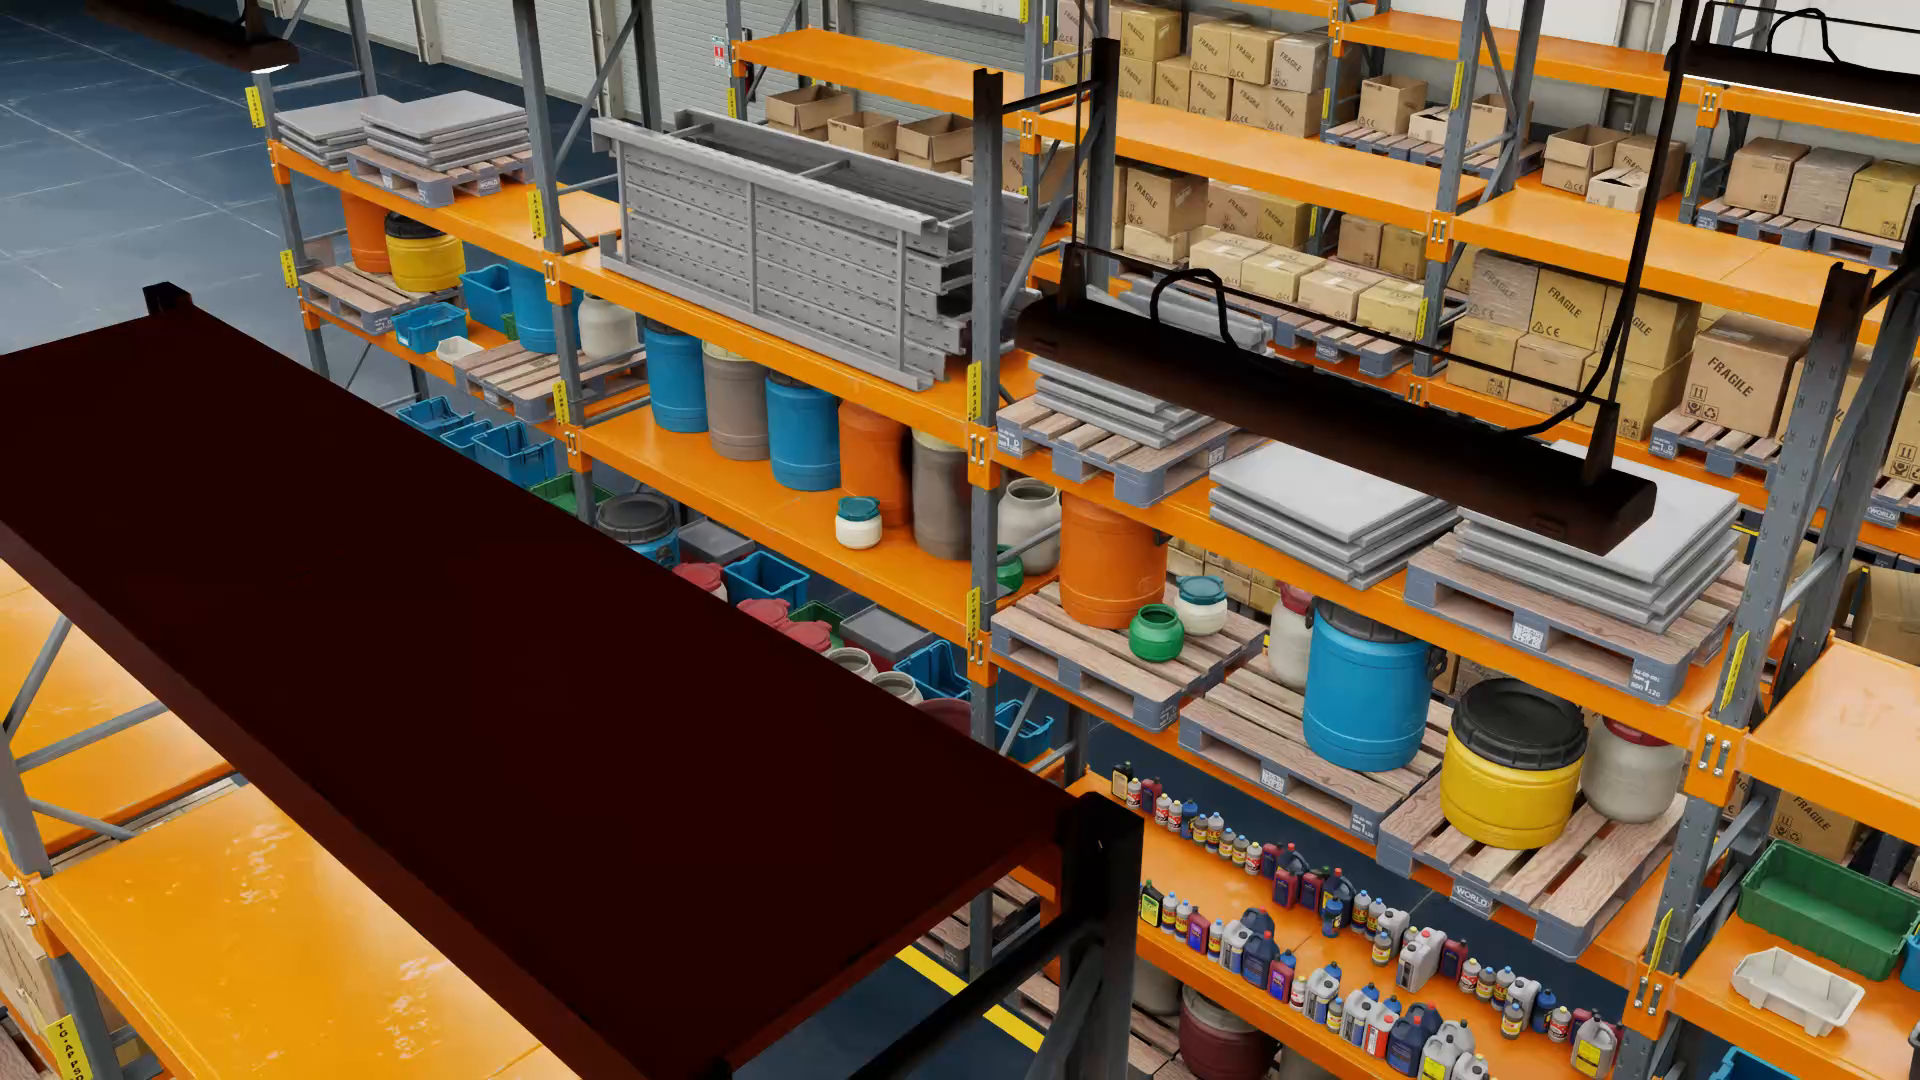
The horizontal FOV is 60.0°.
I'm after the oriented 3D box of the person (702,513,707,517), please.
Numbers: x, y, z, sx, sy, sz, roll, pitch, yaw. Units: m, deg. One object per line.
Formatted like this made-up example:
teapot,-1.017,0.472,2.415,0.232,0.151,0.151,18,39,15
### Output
person,-2.352,-0.577,15.686,0.386,1.717,0.596,-25,38,-37
